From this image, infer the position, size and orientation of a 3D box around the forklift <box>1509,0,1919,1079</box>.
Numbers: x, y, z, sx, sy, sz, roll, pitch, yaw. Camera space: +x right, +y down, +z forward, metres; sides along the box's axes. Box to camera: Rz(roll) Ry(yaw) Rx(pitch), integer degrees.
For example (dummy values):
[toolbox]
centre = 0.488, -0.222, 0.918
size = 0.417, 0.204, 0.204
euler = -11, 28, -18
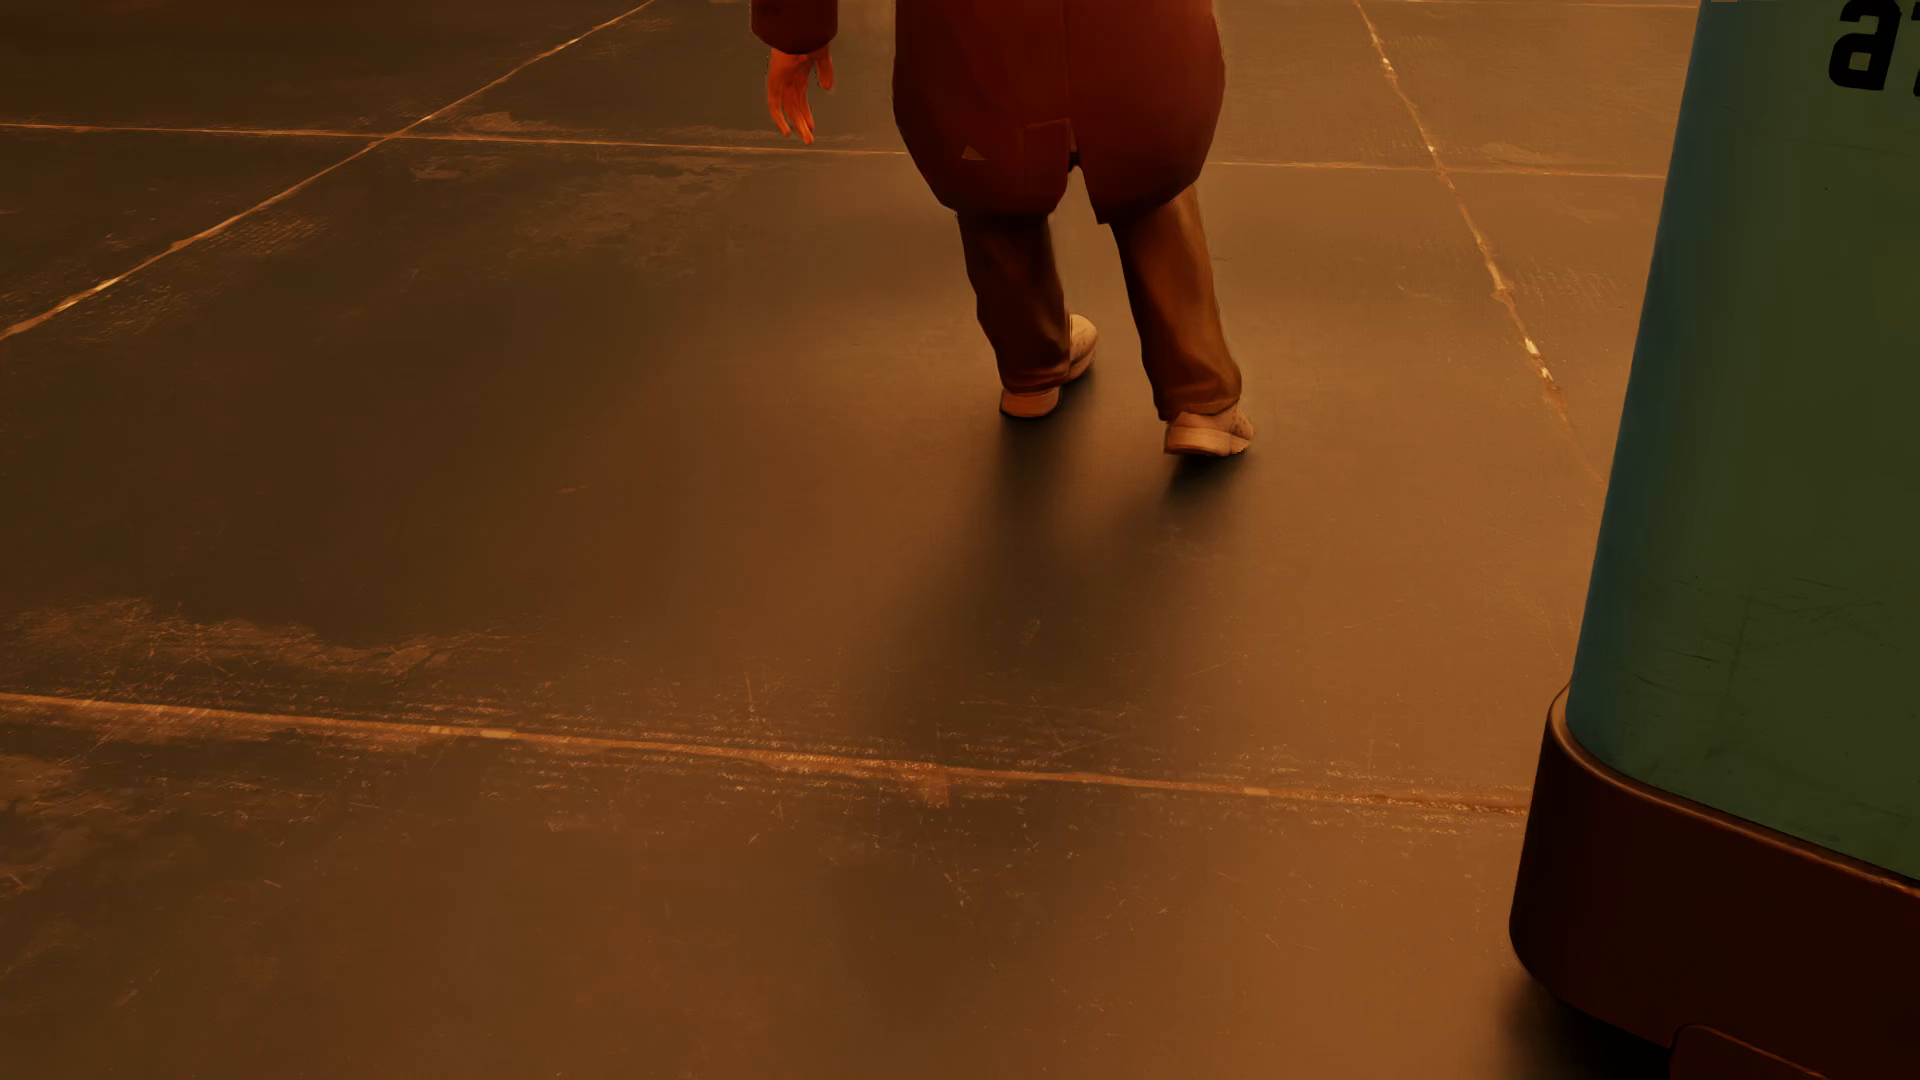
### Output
[forklift]
centre = 1.988, -0.614, 0.447
size = 3.031, 2.935, 1.130
euler = 20, 33, 34

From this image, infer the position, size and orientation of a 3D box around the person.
[person]
centre = 0.116, -0.787, 2.482
size = 0.833, 1.565, 0.947
euler = -2, 27, -4
